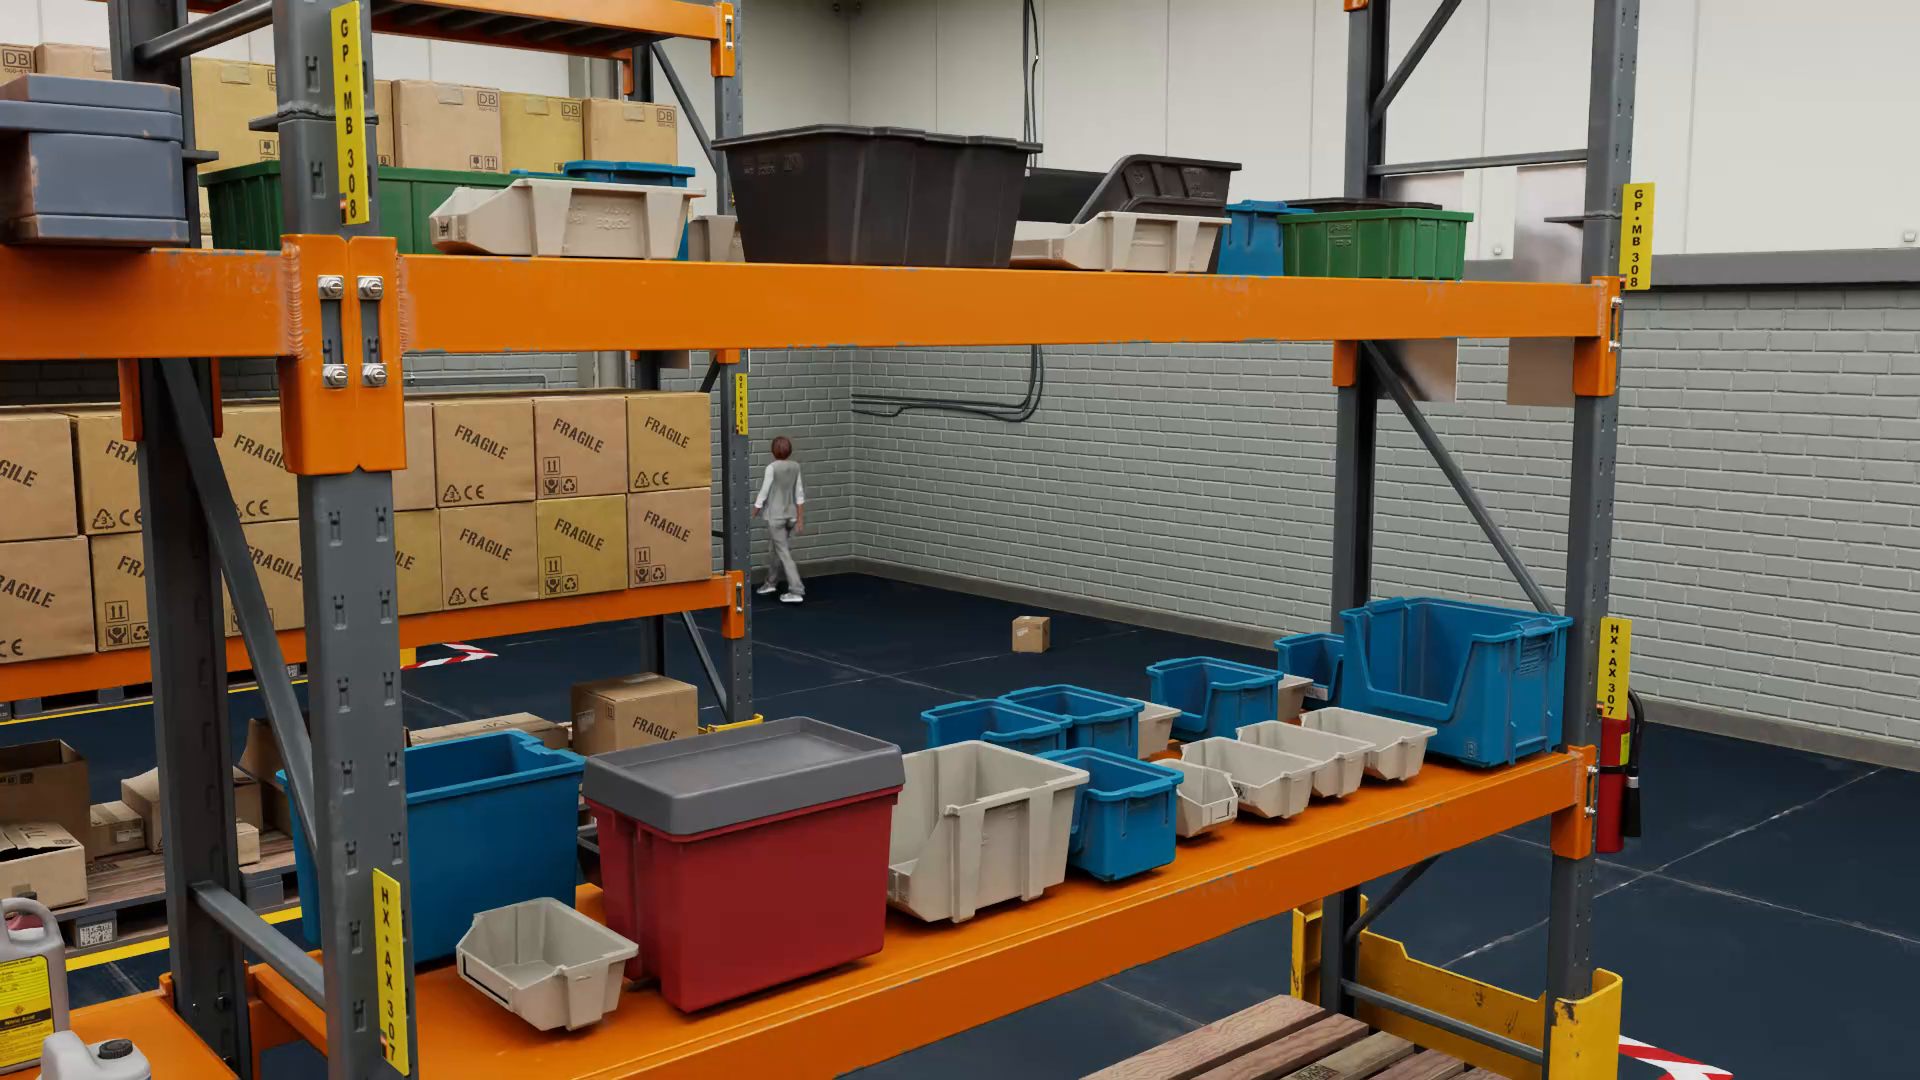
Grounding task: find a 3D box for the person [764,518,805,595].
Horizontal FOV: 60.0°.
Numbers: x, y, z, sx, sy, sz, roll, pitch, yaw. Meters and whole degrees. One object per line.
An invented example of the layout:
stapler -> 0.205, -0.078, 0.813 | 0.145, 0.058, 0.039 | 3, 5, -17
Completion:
person -> -1.712, 0.074, 15.818 | 0.708, 0.838, 0.351 | 7, 10, 43
